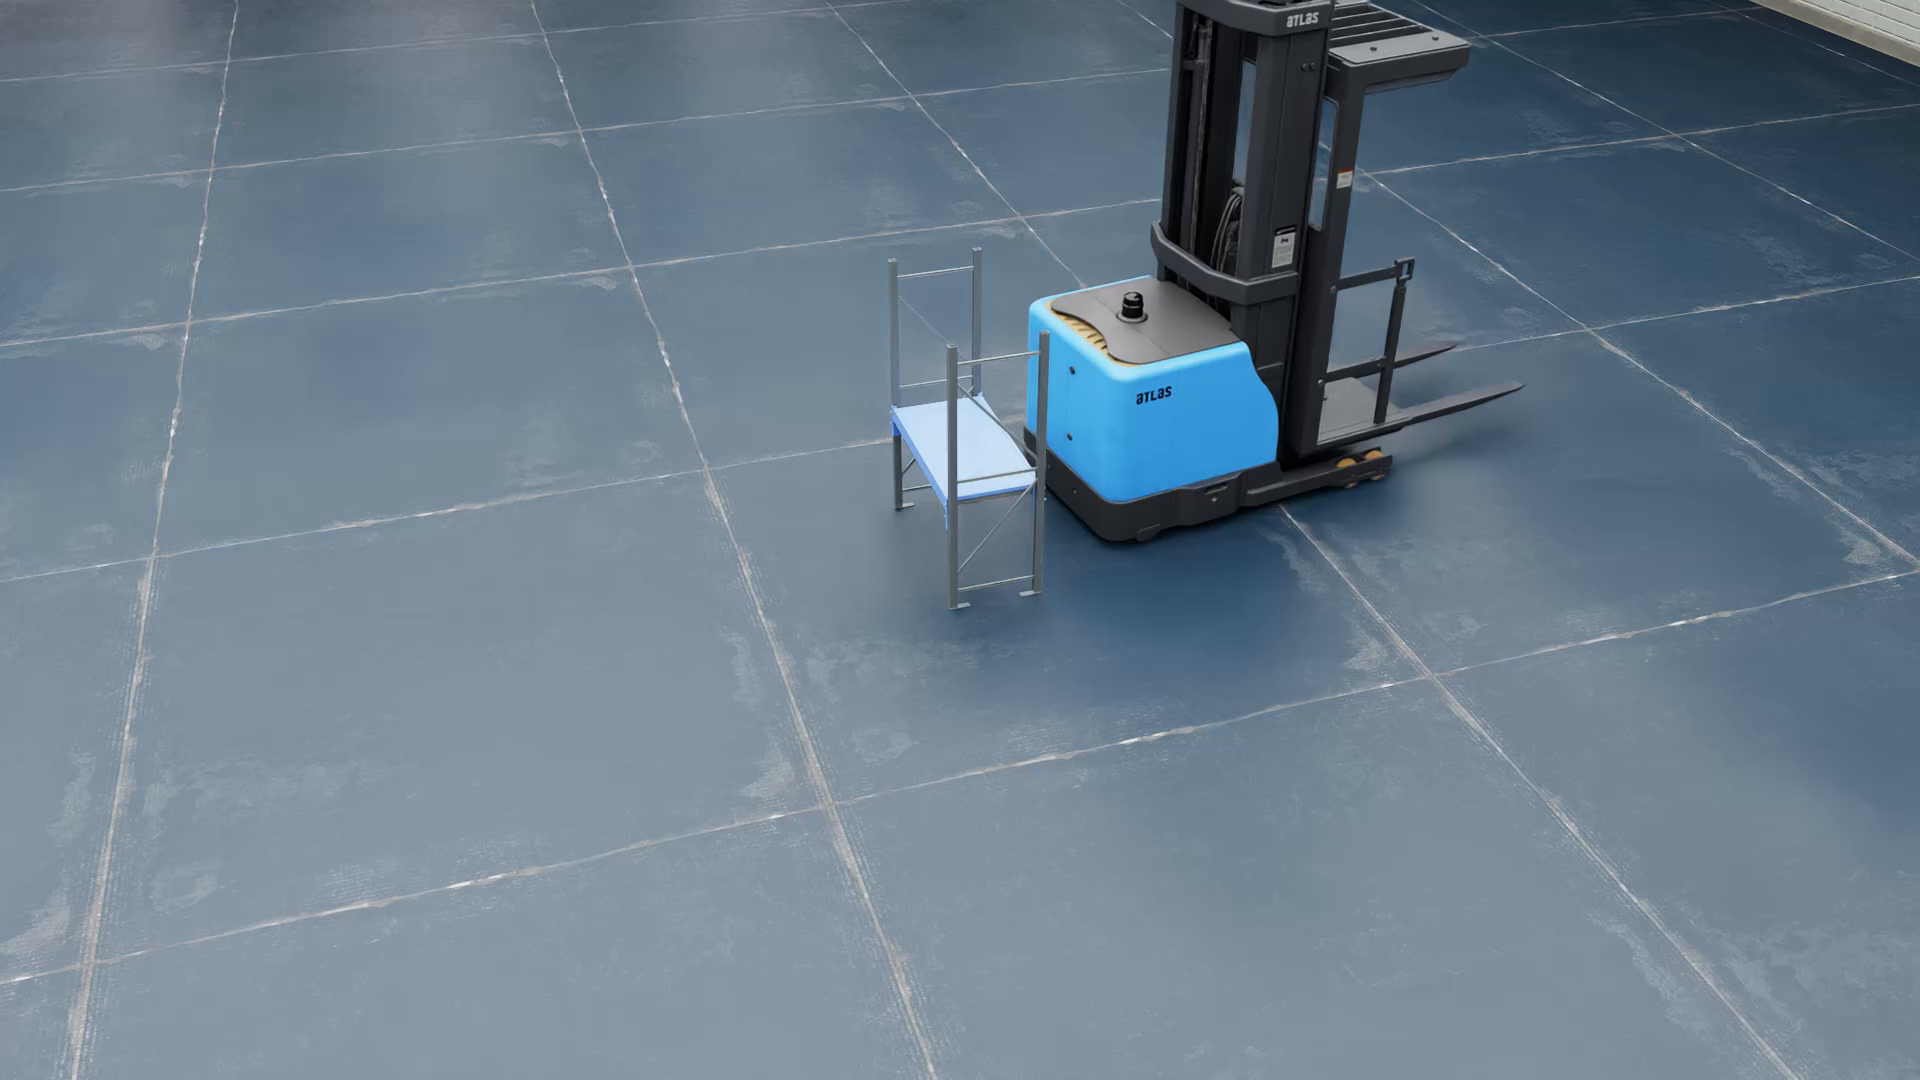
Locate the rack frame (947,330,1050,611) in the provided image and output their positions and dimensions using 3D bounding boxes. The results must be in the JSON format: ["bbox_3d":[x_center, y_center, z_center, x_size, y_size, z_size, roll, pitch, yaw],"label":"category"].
[{"bbox_3d":[0.181,-0.314,8.184,0.500,1.500,0.032,-10,35,-15],"label":"rack frame"}]

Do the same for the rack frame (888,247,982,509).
[{"bbox_3d":[-0.129,-0.848,8.992,0.500,1.500,0.032,-10,35,-15],"label":"rack frame"}]

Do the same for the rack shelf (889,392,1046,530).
[{"bbox_3d":[0.026,-0.431,8.687,0.538,0.185,1.000,-10,35,-15],"label":"rack shelf"}]

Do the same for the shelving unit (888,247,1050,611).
[{"bbox_3d":[0.026,-0.581,8.588,0.538,1.500,1.048,-10,35,-15],"label":"shelving unit"}]

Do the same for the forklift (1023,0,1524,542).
[{"bbox_3d":[1.917,-1.766,9.084,3.031,2.935,1.130,-15,36,-22],"label":"forklift"}]
